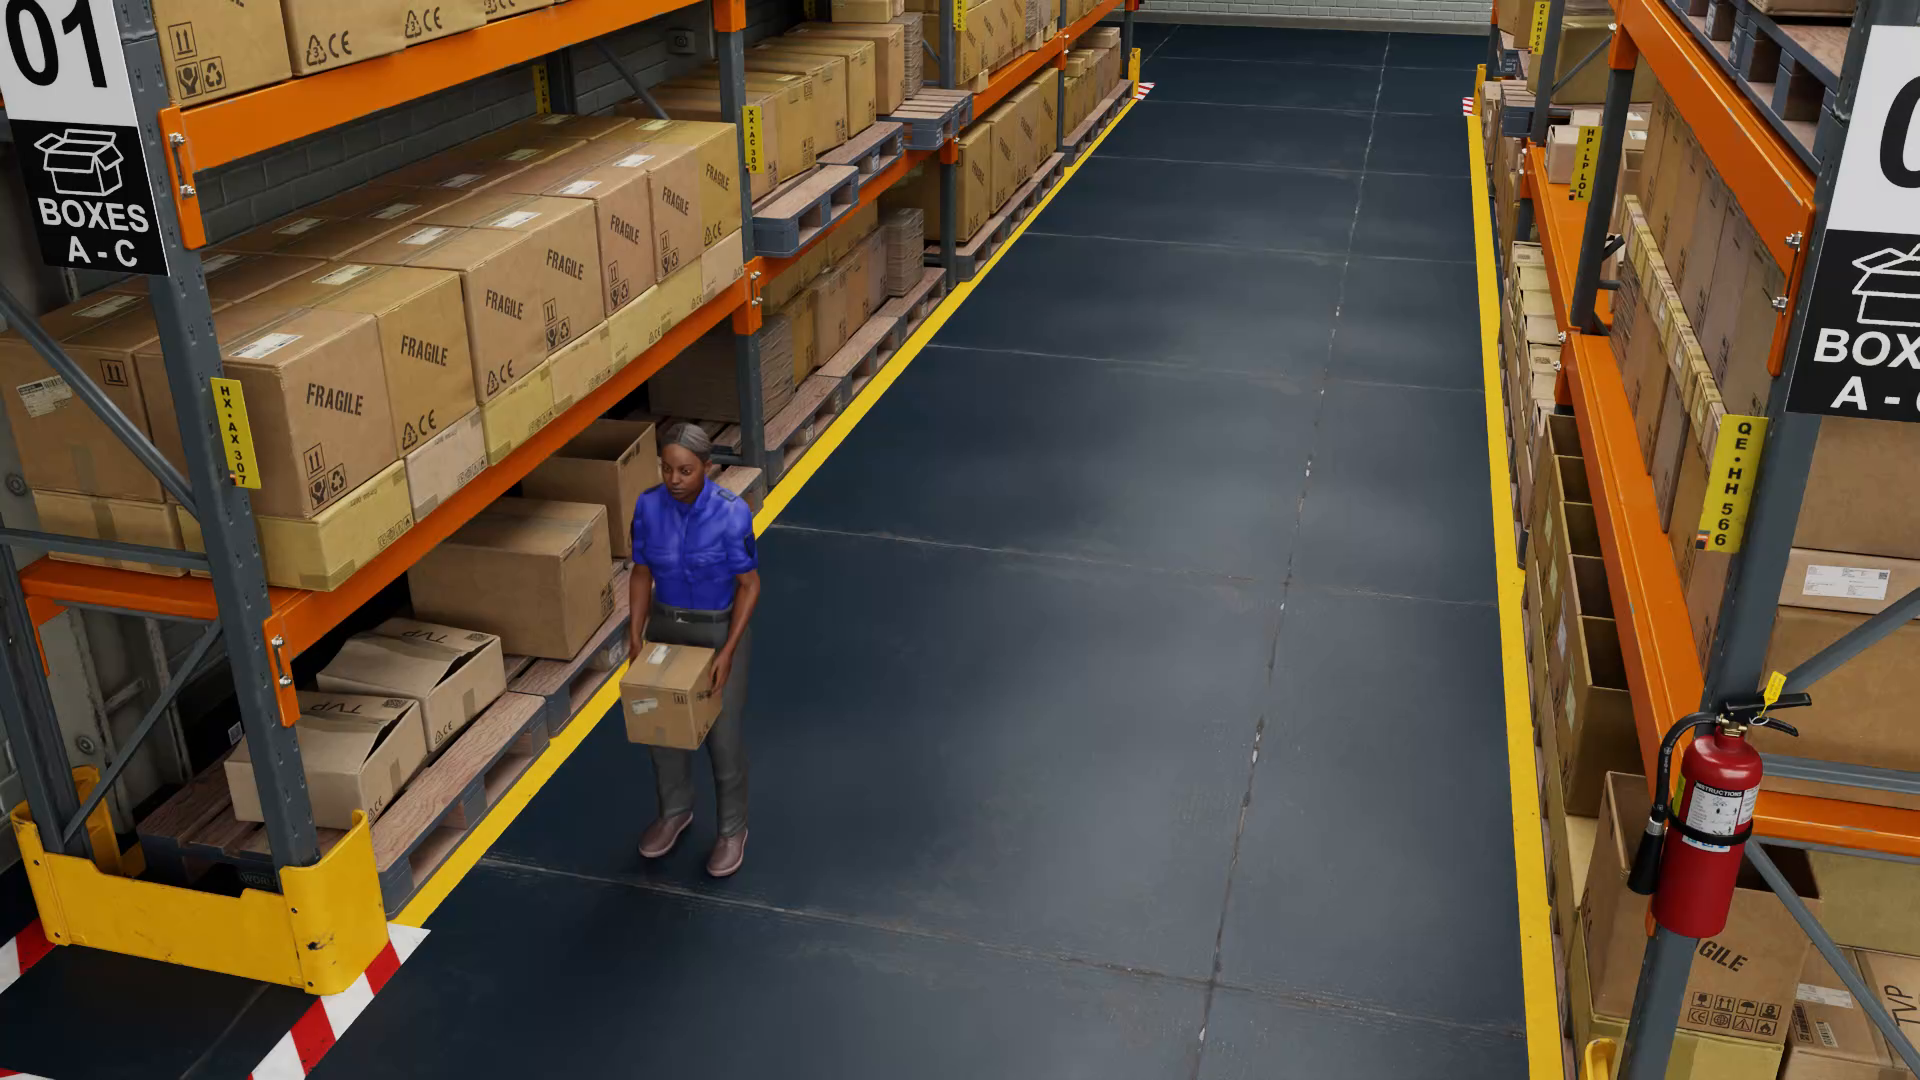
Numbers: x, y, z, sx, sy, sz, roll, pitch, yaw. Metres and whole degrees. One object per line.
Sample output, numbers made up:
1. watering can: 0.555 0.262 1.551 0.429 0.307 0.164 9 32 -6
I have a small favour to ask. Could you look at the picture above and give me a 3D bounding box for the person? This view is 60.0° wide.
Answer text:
1. person: -0.933 0.377 5.815 0.481 1.662 0.397 6 26 12
